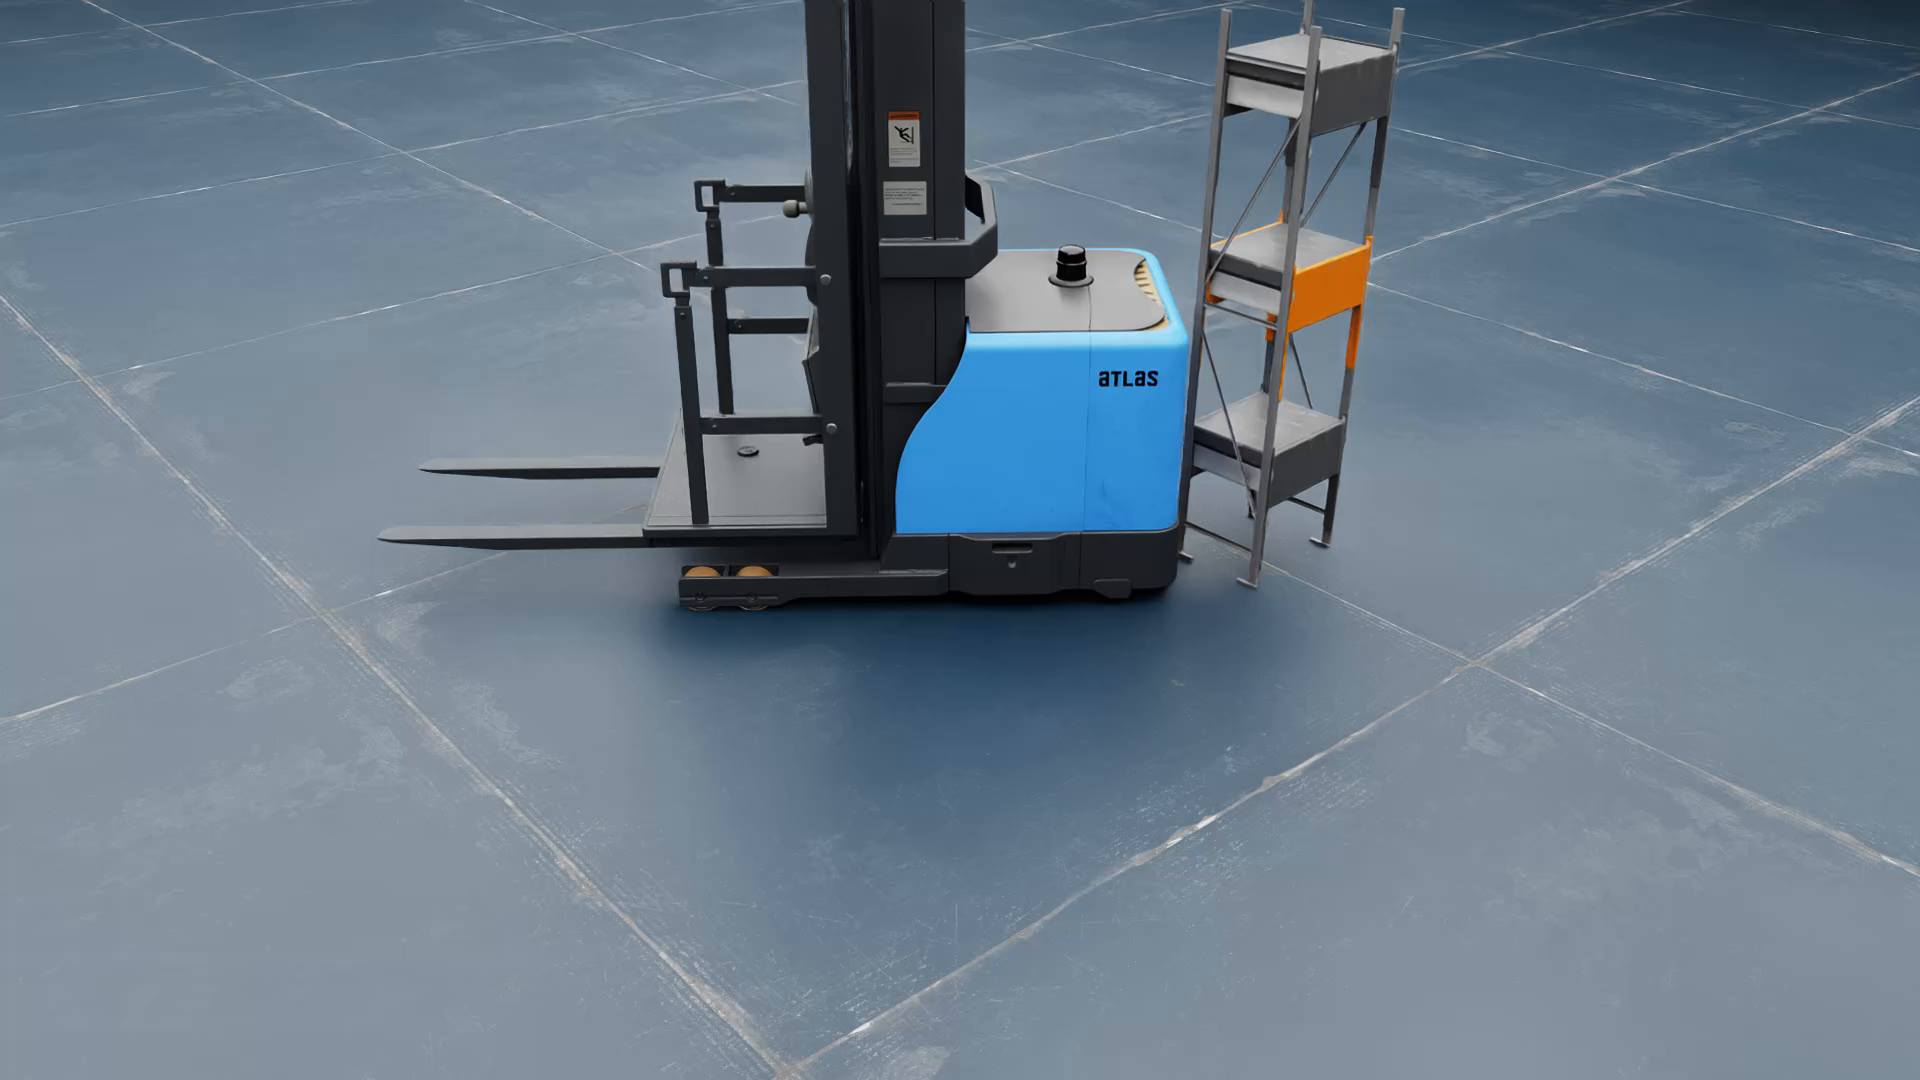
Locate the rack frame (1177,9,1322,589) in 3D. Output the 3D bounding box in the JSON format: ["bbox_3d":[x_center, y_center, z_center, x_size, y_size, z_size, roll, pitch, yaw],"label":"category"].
[{"bbox_3d":[1.015,-0.807,6.016,0.015,2.100,0.400,-24,37,-38],"label":"rack frame"}]

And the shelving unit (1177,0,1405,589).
[{"bbox_3d":[1.189,-0.886,6.168,0.503,2.100,0.431,-24,37,-38],"label":"shelving unit"}]

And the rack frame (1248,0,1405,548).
[{"bbox_3d":[1.363,-0.964,6.319,0.015,2.100,0.400,-24,37,-38],"label":"rack frame"}]

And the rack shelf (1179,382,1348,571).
[{"bbox_3d":[1.177,-0.257,6.505,0.480,0.518,0.431,-24,37,-38],"label":"rack shelf"}]

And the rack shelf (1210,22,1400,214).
[{"bbox_3d":[1.200,-1.490,5.843,0.480,0.518,0.431,-24,37,-38],"label":"rack shelf"}]

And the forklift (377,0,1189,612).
[{"bbox_3d":[-0.701,-1.276,6.029,3.031,2.935,1.130,-1,28,-1],"label":"forklift"}]

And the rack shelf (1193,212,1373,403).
[{"bbox_3d":[1.189,-0.874,6.174,0.480,0.518,0.431,-24,37,-38],"label":"rack shelf"}]
